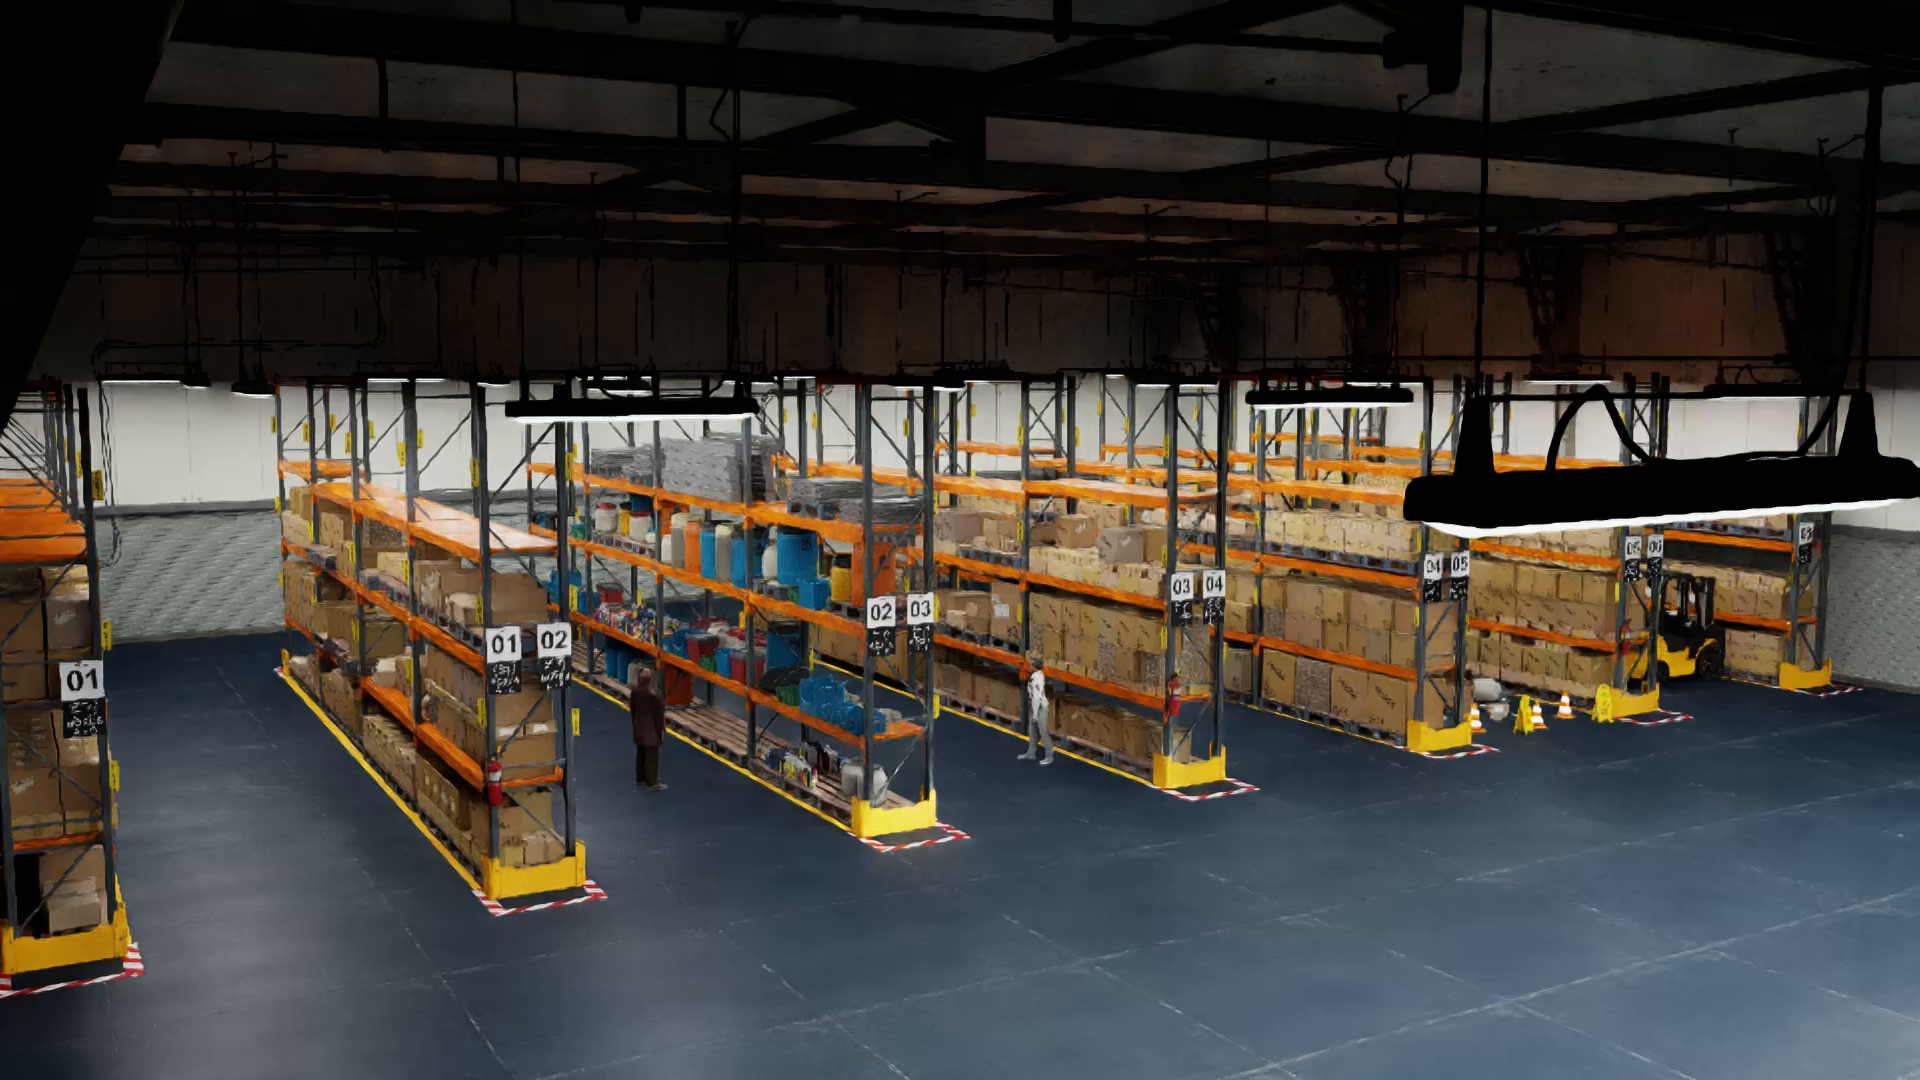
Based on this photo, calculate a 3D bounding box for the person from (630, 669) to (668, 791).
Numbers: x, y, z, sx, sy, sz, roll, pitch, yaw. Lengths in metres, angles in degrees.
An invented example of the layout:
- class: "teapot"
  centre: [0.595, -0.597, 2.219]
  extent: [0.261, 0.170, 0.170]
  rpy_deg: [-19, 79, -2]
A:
- class: "person"
  centre: [-4.556, 2.762, 24.429]
  extent: [0.638, 1.781, 0.514]
  rpy_deg: [4, 7, 31]

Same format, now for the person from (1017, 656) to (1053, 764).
- class: "person"
  centre: [1.180, 2.642, 26.047]
  extent: [0.548, 1.666, 0.579]
  rpy_deg: [0, 6, -3]

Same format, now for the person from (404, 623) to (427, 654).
- class: "person"
  centre: [-10.712, 1.937, 32.592]
  extent: [0.504, 1.670, 0.432]
  rpy_deg: [4, 7, 30]
